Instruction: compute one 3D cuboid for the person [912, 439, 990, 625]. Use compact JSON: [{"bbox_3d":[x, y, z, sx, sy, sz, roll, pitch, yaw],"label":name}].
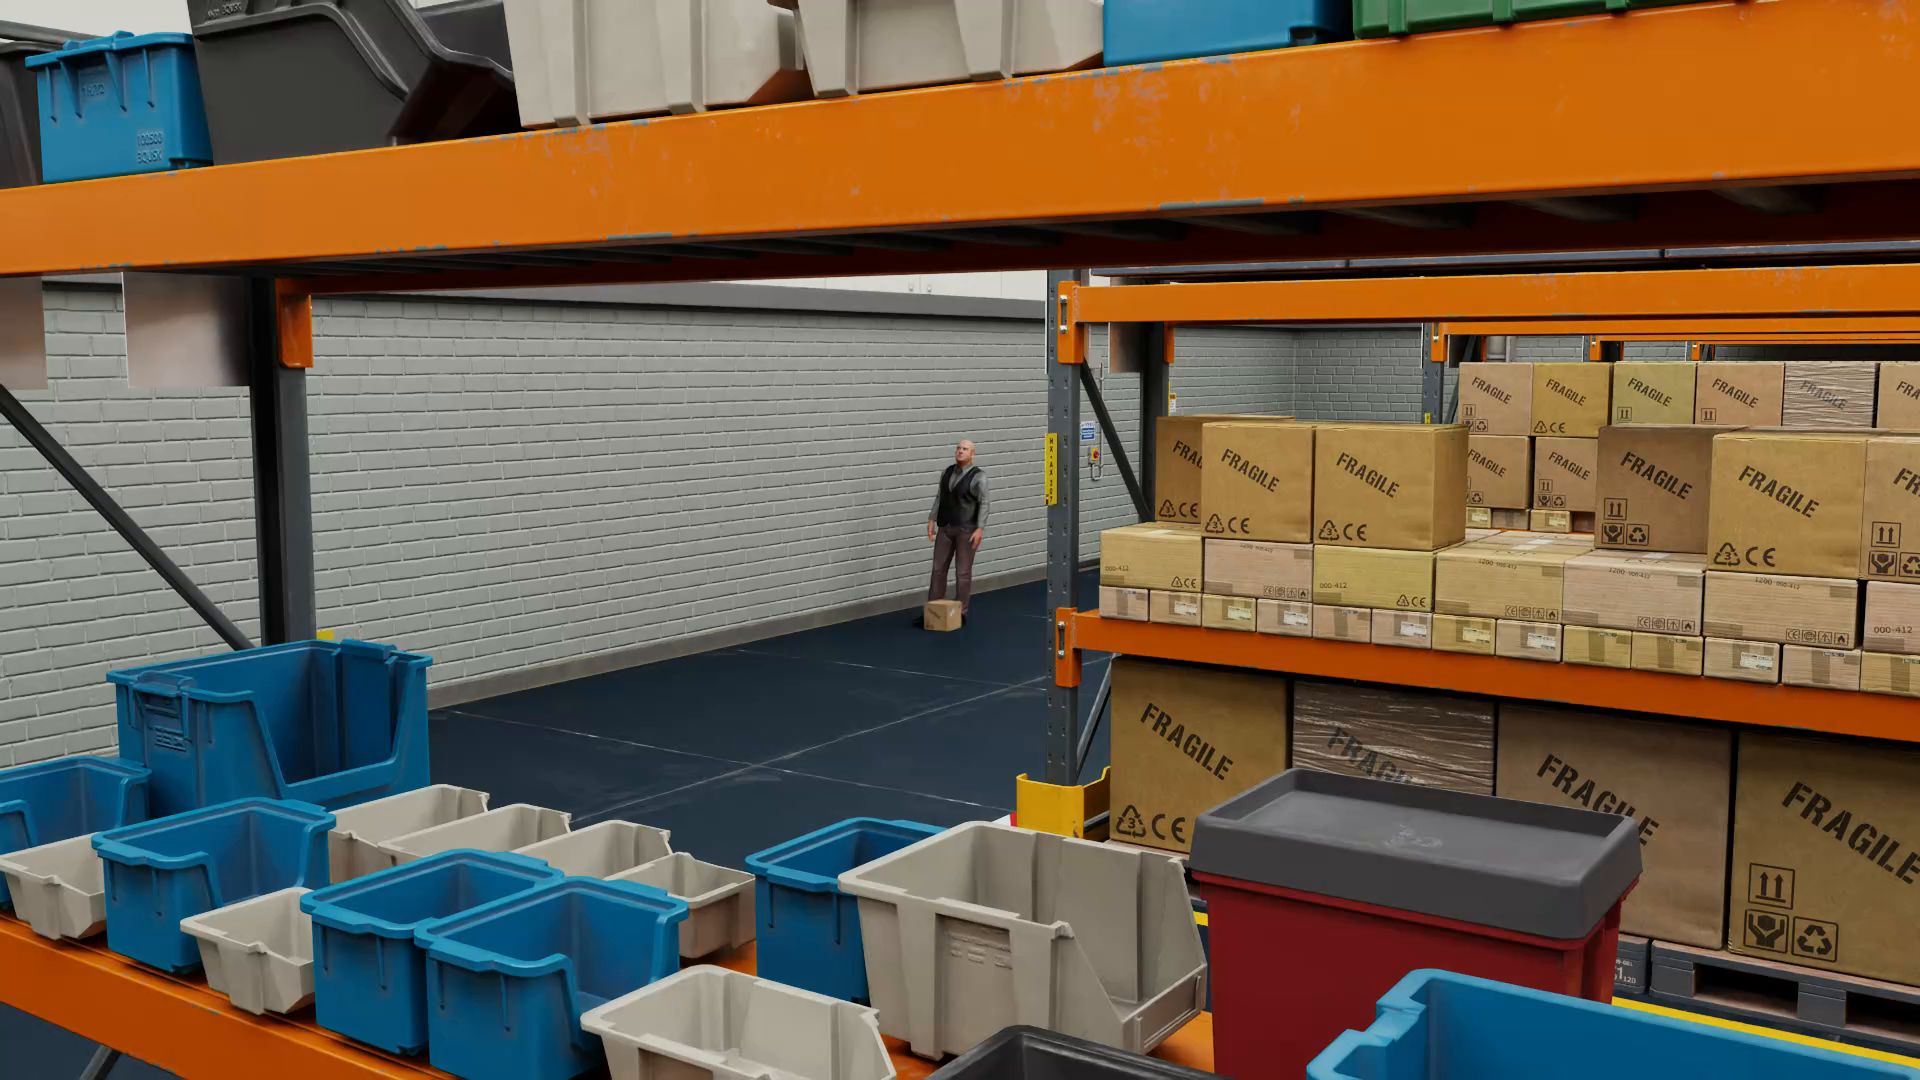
[{"bbox_3d":[-0.064,-0.066,15.416,0.626,1.721,0.552,4,8,34],"label":"person"}]
